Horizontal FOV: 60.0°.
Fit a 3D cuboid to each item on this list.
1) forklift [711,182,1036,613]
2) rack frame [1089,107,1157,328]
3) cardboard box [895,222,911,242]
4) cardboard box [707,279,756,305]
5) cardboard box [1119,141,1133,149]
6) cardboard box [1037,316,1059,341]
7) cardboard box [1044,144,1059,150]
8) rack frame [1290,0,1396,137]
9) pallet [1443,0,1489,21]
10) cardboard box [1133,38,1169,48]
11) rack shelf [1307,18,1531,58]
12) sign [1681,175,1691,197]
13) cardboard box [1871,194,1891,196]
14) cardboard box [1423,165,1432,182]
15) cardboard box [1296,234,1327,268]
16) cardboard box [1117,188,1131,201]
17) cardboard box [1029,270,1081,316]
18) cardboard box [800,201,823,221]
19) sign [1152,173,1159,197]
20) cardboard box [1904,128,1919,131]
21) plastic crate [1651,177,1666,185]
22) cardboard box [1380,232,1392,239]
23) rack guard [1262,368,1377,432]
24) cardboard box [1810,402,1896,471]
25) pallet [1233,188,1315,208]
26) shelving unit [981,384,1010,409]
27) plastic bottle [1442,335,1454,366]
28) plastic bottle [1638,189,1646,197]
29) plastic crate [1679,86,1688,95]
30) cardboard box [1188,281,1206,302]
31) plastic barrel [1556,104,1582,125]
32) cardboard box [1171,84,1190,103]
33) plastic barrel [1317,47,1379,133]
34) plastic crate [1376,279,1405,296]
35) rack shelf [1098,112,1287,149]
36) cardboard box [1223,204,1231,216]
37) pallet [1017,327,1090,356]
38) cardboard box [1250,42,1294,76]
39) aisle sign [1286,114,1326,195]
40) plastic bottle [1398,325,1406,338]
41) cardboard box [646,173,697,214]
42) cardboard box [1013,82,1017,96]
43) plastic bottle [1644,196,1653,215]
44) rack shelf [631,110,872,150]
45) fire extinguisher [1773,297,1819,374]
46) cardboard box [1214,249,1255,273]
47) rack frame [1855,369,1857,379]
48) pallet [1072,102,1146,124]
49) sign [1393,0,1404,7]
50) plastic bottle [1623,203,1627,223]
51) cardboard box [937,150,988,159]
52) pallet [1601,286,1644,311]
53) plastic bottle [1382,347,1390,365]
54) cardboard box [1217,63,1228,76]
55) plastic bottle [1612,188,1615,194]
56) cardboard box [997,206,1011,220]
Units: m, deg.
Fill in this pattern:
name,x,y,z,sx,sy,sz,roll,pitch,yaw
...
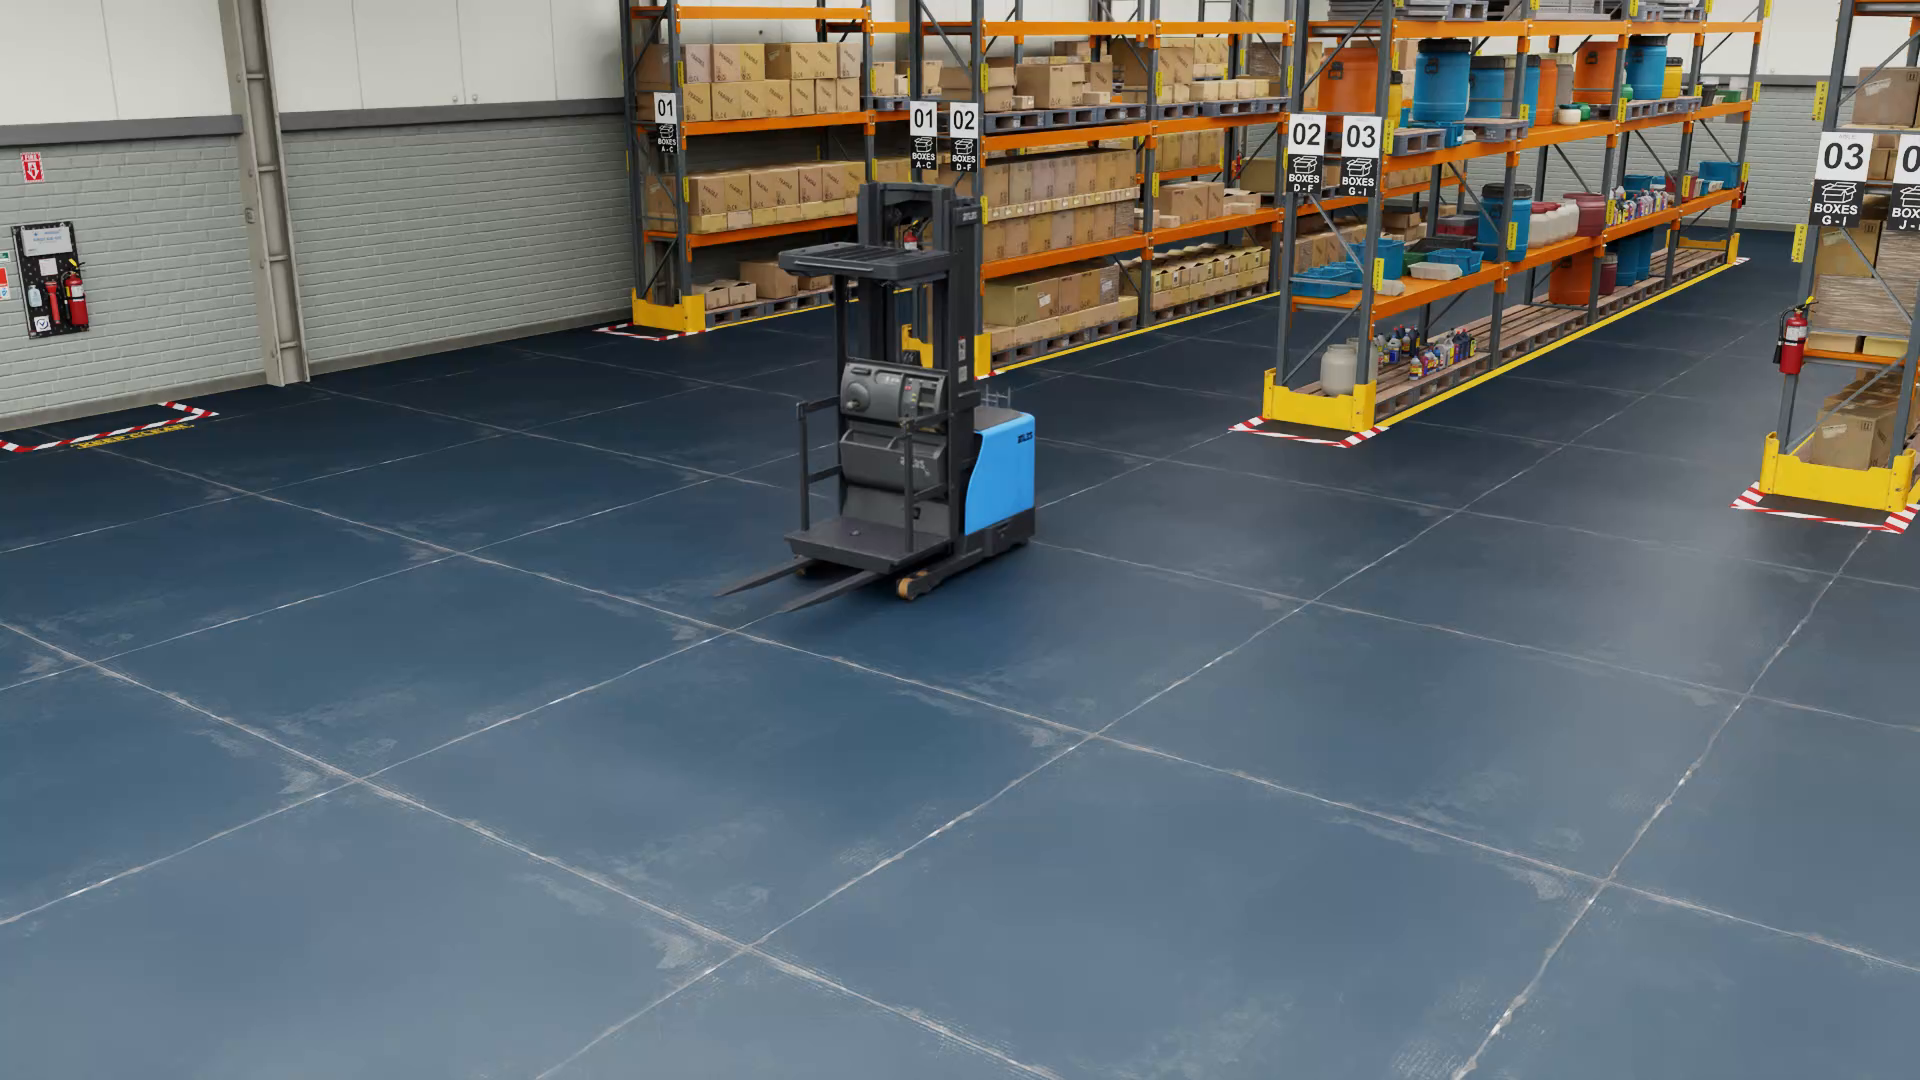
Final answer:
name,x,y,z,sx,sy,sz,roll,pitch,yaw
forklift,-0.630,-1.115,12.394,1.130,2.935,3.031,12,21,33
rack frame,2.224,-4.497,23.167,1.000,3.000,0.127,12,21,35
cardboard box,-1.072,-5.030,27.091,0.500,0.250,0.500,12,21,34
cardboard box,-3.316,-3.629,24.165,0.500,0.311,0.500,15,22,39
cardboard box,2.937,-7.322,31.559,0.500,0.500,0.500,12,21,34
cardboard box,0.932,-2.759,21.498,0.500,0.250,0.500,12,21,35
cardboard box,1.424,-7.072,29.492,0.500,0.250,0.500,12,21,34
rack frame,3.816,-5.533,16.388,1.000,3.000,0.127,12,21,35
pallet,5.004,-5.712,17.956,1.003,0.211,1.213,12,21,35
cardboard box,3.660,-9.364,31.895,0.500,0.500,0.500,12,21,34
rack shelf,5.008,-5.475,18.088,1.077,0.370,4.000,12,21,35
sign,11.407,-5.561,26.126,0.100,0.325,0.005,12,21,35
cardboard box,9.408,-3.231,16.735,0.500,0.500,0.500,12,21,35
cardboard box,8.417,-6.886,30.692,0.500,0.500,0.500,12,21,34
cardboard box,5.718,-4.768,27.514,0.500,0.500,0.500,12,21,34
cardboard box,2.085,-4.693,22.537,0.380,0.149,0.250,12,21,34
cardboard box,1.234,-3.235,21.767,0.500,0.500,0.500,12,21,35
cardboard box,-2.386,-4.903,24.695,0.500,0.250,0.500,12,21,34
sign,2.670,-4.851,22.712,0.100,0.325,0.005,12,21,35
cardboard box,8.427,-3.496,14.465,0.380,0.149,0.250,12,21,34
plastic crate,11.975,-6.042,28.323,0.416,0.233,0.300,12,21,35
cardboard box,7.414,-5.390,29.835,0.500,0.311,0.500,12,21,35
rack guard,3.824,-1.501,17.734,1.175,0.500,0.348,12,21,35
cardboard box,8.179,-0.945,15.237,0.500,0.500,0.500,-15,23,-40
pallet,4.955,-5.532,26.823,1.213,0.211,1.003,12,21,35
shelving unit,0.264,-0.687,13.932,0.258,1.200,0.189,12,21,33
plastic bottle,5.741,-2.239,19.620,0.144,0.351,0.185,12,21,34
plastic bottle,10.455,-5.207,25.538,0.144,0.351,0.185,12,21,35
plastic crate,11.781,-7.382,27.598,0.437,0.282,0.530,12,21,35
cardboard box,3.275,-3.682,24.471,0.500,0.250,0.500,12,21,33
plastic barrel,8.013,-5.596,21.881,0.301,0.262,0.301,0,17,0
cardboard box,2.924,-6.335,23.572,0.500,0.250,0.500,10,20,29
plastic barrel,4.004,-4.644,17.152,0.600,0.830,0.708,12,21,35
plastic crate,4.608,-2.698,17.820,0.298,0.136,0.250,12,21,35
rack shelf,3.415,-6.062,24.363,1.077,0.370,4.000,12,21,35
cardboard box,3.892,-5.016,25.262,0.380,0.149,0.250,14,22,39
pallet,0.990,-2.692,22.055,1.003,0.211,1.213,12,21,35
cardboard box,4.872,-7.510,25.958,0.500,0.500,0.500,12,21,35
aisle sign,3.535,-3.945,17.006,0.394,0.787,0.004,12,21,35
plastic bottle,5.385,-2.447,20.290,0.144,0.351,0.185,13,22,36
cardboard box,-4.030,-4.865,23.306,0.500,0.500,0.500,12,21,34
cardboard box,0.646,-5.655,21.044,0.500,0.311,0.500,16,23,41
plastic bottle,10.473,-5.109,25.347,0.152,0.276,0.135,12,21,35
rack shelf,-2.949,-5.984,24.111,1.077,0.370,4.000,12,21,35
fire extinguisher,7.356,-1.810,14.645,0.296,0.674,0.183,12,21,35
cardboard box,4.188,-4.312,25.553,0.500,0.311,0.500,12,21,34
rack frame,10.177,-2.746,17.527,1.000,3.000,0.127,12,21,35
pallet,1.736,-5.680,22.067,1.003,0.211,1.213,12,21,35
sign,4.255,-5.335,16.103,0.100,0.325,0.005,12,21,35
plastic bottle,9.684,-4.778,24.288,0.097,0.271,0.097,0,17,0
cardboard box,0.043,-6.330,28.161,0.700,0.500,0.500,10,20,30
pallet,9.747,-3.726,25.387,1.003,0.211,1.213,12,21,35
plastic bottle,5.032,-2.174,19.664,0.097,0.201,0.097,0,17,0
cardboard box,5.170,-9.617,33.974,0.500,0.250,0.500,13,22,36
plastic bottle,10.326,-5.427,26.358,0.061,0.283,0.133,12,21,35
cardboard box,0.402,-4.021,20.371,0.380,0.149,0.250,12,21,33
